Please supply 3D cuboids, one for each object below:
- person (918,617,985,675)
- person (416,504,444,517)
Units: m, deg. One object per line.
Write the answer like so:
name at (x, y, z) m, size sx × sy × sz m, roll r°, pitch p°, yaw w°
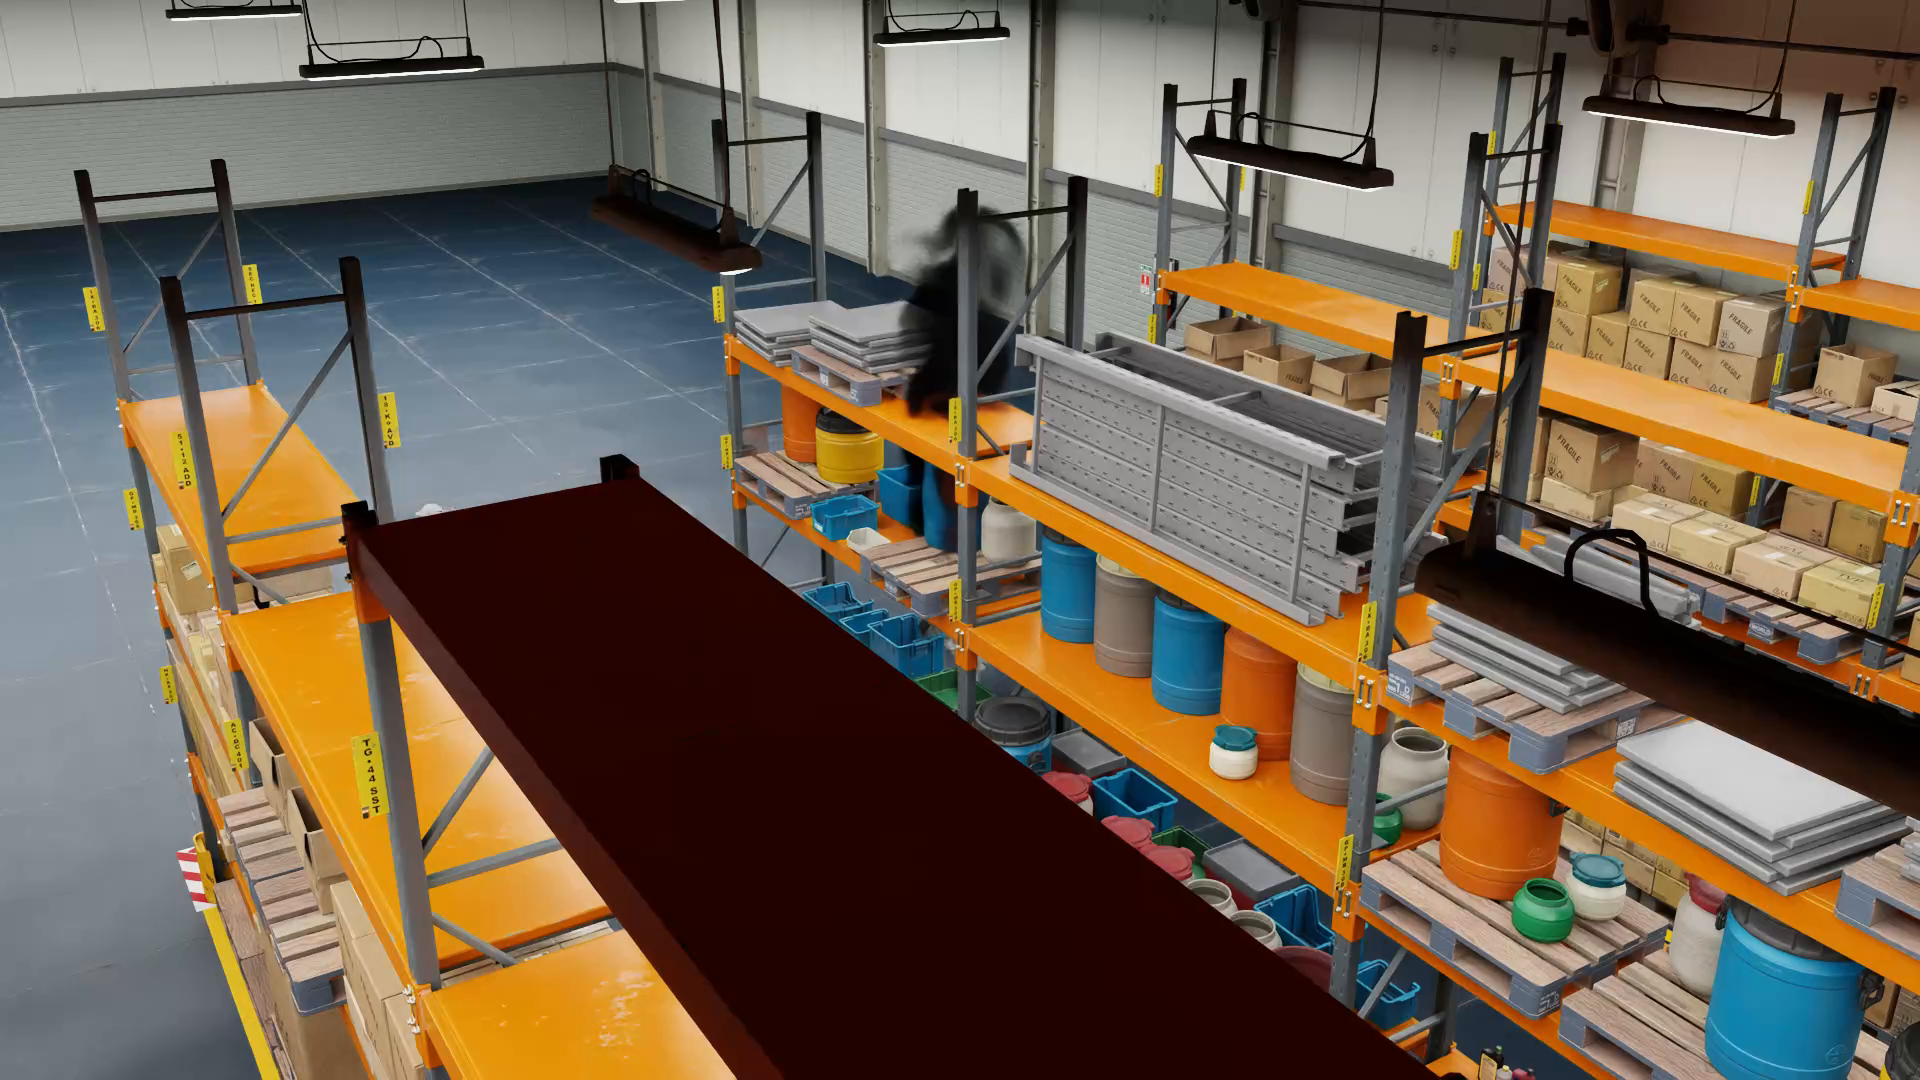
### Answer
person at (-0.199, 0.711, 17.405) m, size 1.048 × 1.732 × 0.696 m, roll 11°, pitch 24°, yaw 25°
person at (-5.515, 0.466, 17.838) m, size 0.877 × 1.818 × 0.671 m, roll 0°, pitch 22°, yaw 0°
